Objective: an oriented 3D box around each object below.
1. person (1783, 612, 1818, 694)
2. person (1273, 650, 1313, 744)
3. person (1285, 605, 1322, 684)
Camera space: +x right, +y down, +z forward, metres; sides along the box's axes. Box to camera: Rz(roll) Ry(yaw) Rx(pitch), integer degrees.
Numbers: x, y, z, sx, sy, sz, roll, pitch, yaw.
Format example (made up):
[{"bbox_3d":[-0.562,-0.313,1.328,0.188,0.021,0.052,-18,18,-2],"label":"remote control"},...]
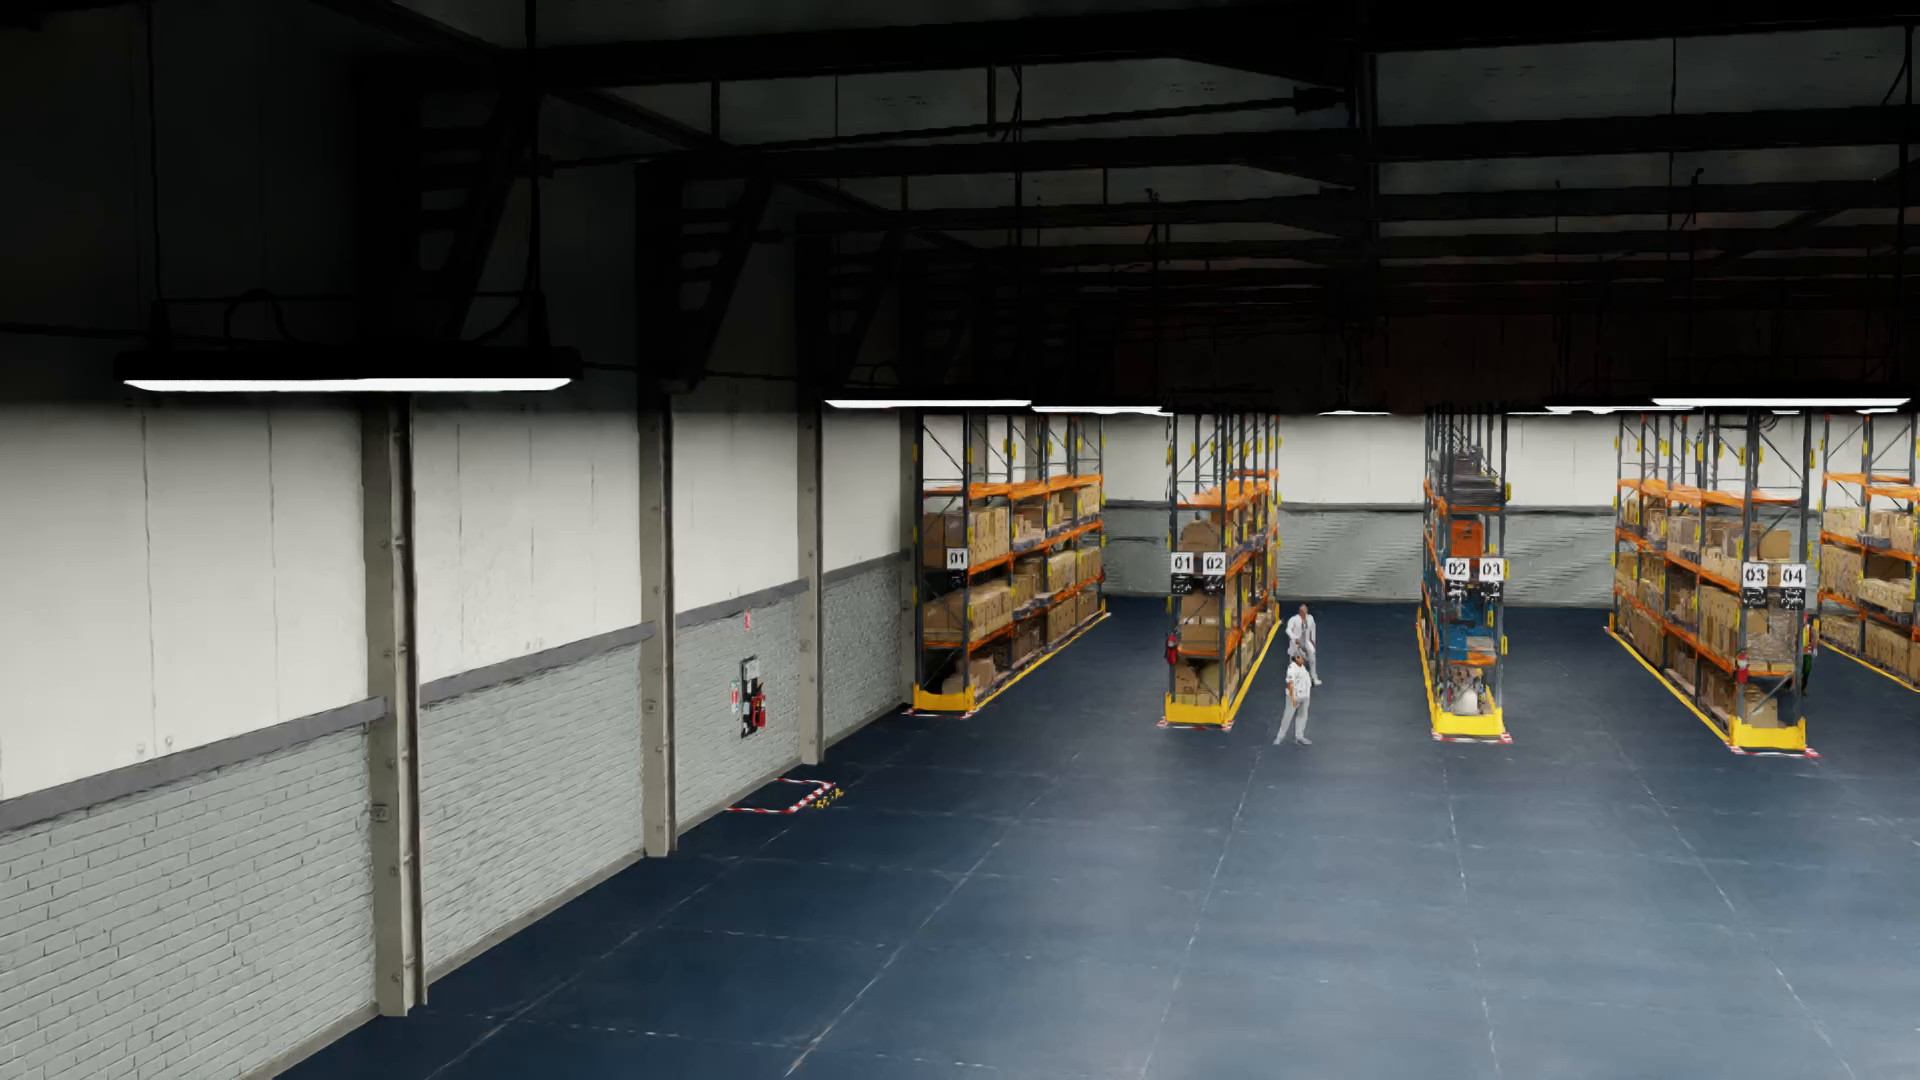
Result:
[{"bbox_3d":[17.329,2.328,34.298,0.677,1.742,0.551,1,4,13],"label":"person"},{"bbox_3d":[5.819,2.753,29.083,0.686,1.662,0.476,-3,5,-39],"label":"person"},{"bbox_3d":[7.327,2.223,35.670,0.735,1.715,0.896,0,4,-2],"label":"person"}]
